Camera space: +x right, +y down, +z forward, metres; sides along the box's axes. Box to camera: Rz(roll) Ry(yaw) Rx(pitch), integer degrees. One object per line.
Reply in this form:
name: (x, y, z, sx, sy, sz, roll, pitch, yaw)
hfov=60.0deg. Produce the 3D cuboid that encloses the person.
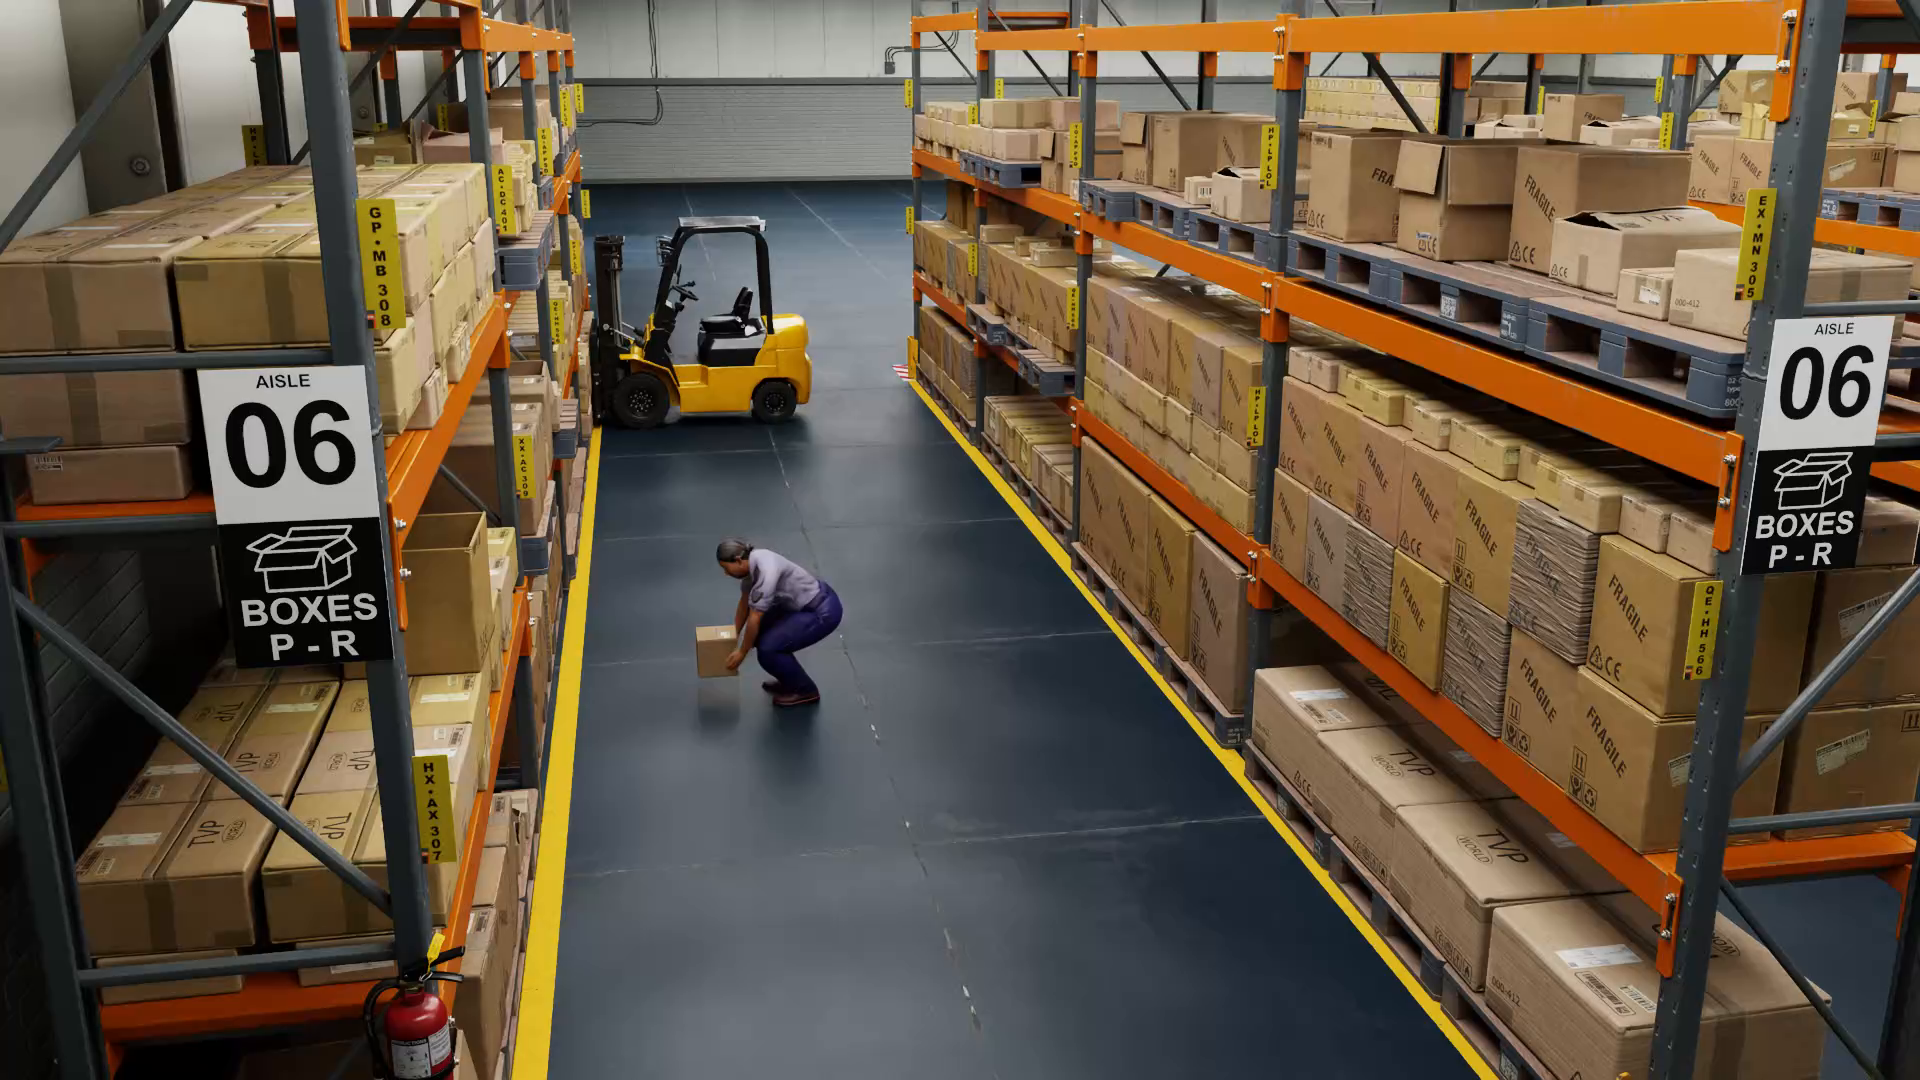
person: (-1.122, 0.487, 10.436, 0.773, 1.076, 0.530, -3, 17, -11)
